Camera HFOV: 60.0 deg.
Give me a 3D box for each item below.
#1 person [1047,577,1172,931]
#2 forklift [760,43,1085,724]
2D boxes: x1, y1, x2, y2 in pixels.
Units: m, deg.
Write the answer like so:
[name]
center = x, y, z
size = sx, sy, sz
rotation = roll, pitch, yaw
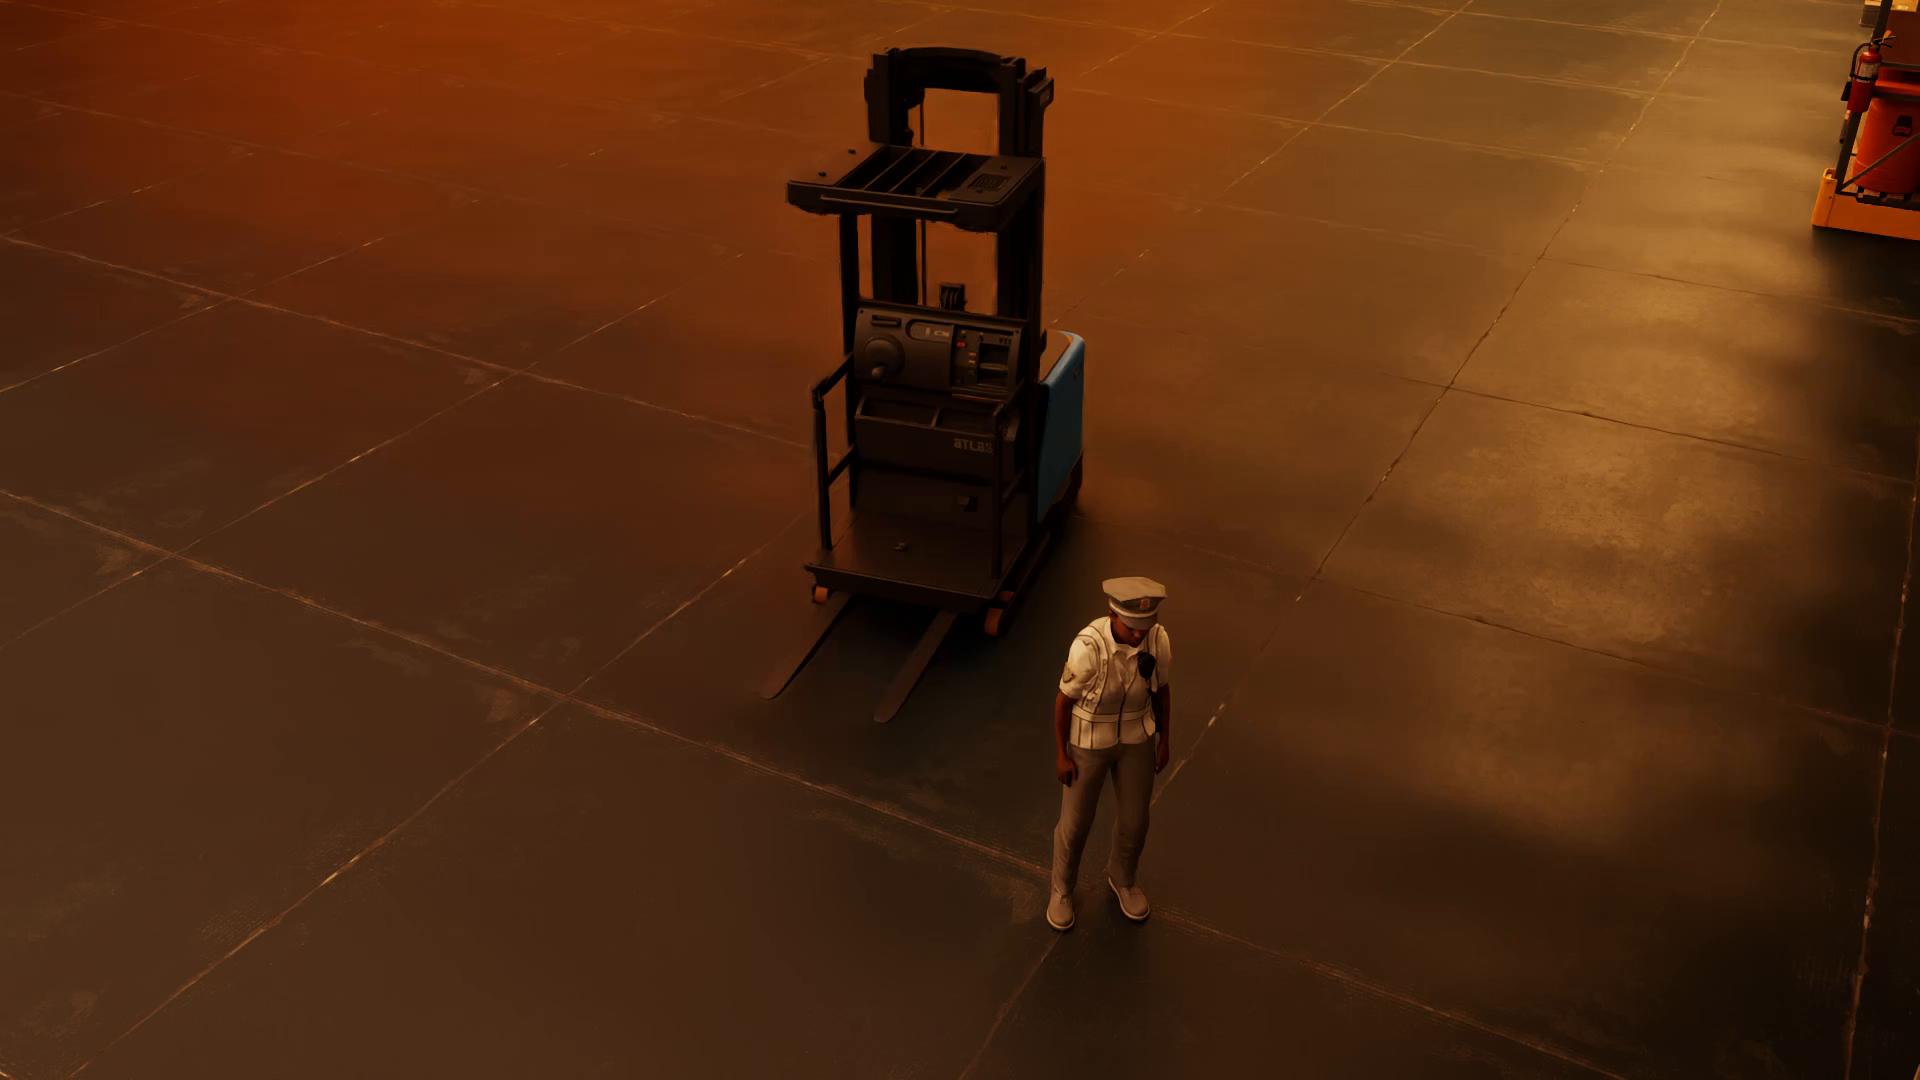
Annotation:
[person]
center = 0.617, 0.856, 6.862
size = 0.530, 1.660, 0.398
rotation = -7, 31, -11
[forklift]
center = -0.189, -0.963, 8.739
size = 1.130, 2.935, 3.031
rotation = 10, 31, 16
